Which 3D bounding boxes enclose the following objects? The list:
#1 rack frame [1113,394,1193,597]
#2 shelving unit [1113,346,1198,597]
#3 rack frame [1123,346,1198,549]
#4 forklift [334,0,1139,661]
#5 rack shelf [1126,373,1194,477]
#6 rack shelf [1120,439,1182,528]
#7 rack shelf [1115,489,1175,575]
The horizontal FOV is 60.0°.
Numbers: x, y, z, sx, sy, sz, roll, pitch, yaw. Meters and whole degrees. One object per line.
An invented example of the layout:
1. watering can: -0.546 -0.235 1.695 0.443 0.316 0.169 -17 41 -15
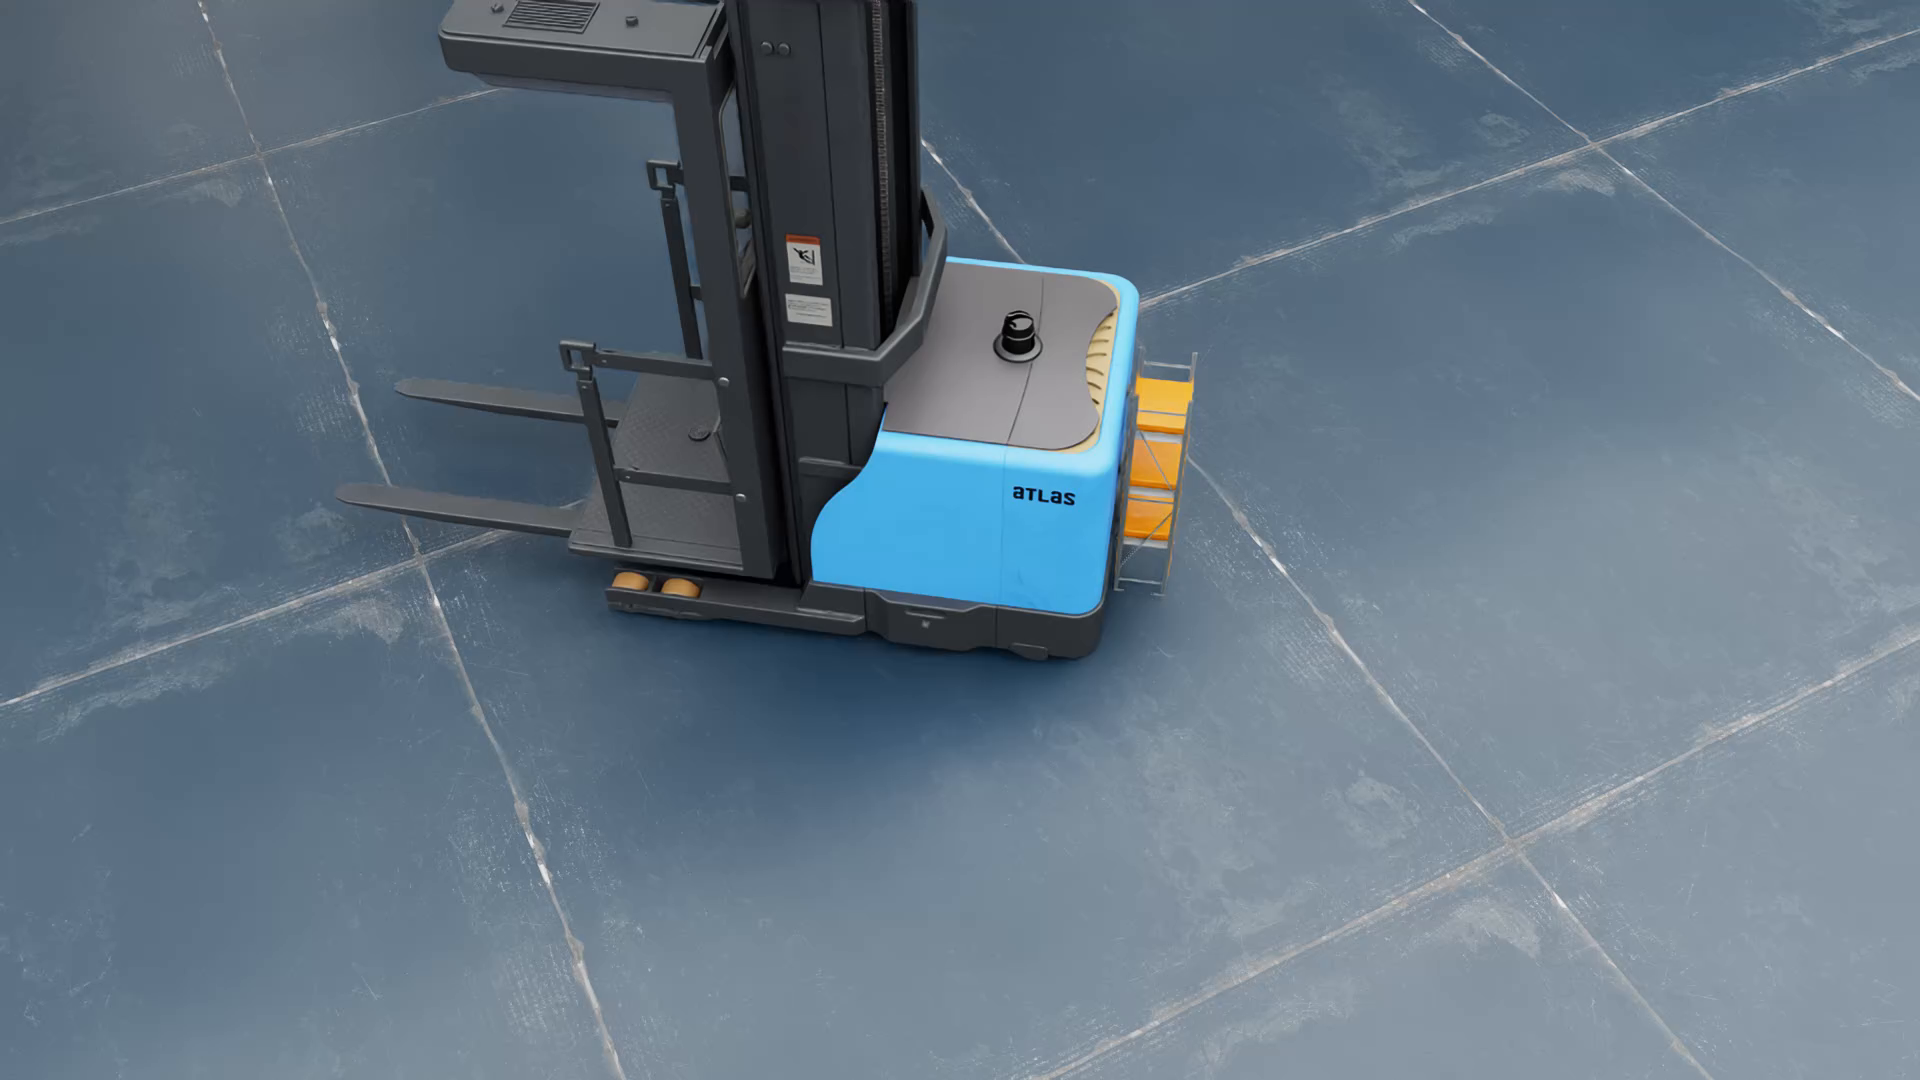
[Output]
1. rack frame: 0.696 -0.139 6.067 0.200 1.050 0.008 7 49 6
2. shelving unit: 0.714 -0.230 6.147 0.215 1.050 0.252 7 49 6
3. rack frame: 0.733 -0.321 6.226 0.200 1.050 0.008 7 49 6
4. forklift: -0.900 -1.047 5.611 3.031 2.935 1.130 7 49 6
5. rack shelf: 0.714 -0.410 5.941 0.215 0.259 0.240 7 49 6
6. rack shelf: 0.714 -0.223 6.155 0.215 0.259 0.240 7 49 6
7. rack shelf: 0.714 -0.040 6.364 0.215 0.259 0.240 7 49 6
